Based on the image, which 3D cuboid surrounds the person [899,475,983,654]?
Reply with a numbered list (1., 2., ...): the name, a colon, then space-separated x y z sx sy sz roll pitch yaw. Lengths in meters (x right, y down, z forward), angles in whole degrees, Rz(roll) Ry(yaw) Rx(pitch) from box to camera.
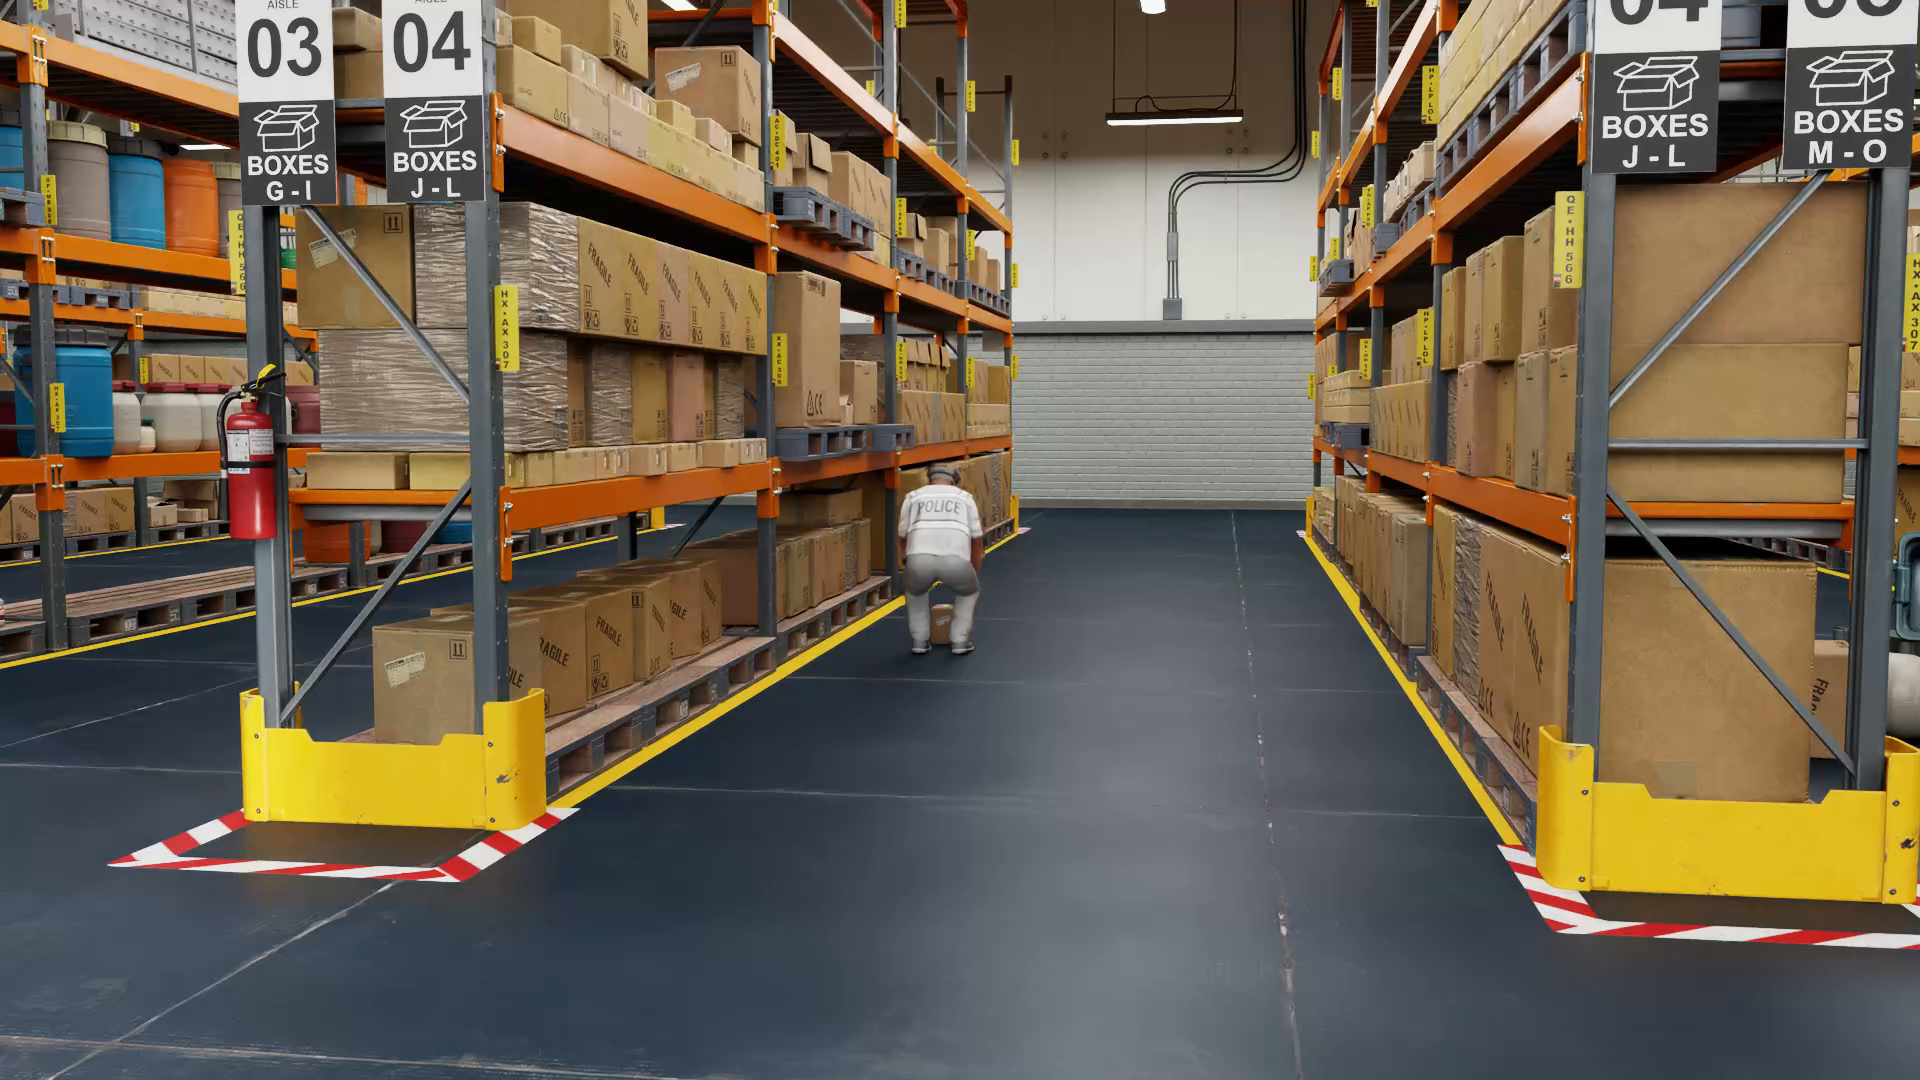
1. person: -0.150 0.161 11.262 0.577 1.177 0.909 1 4 9
